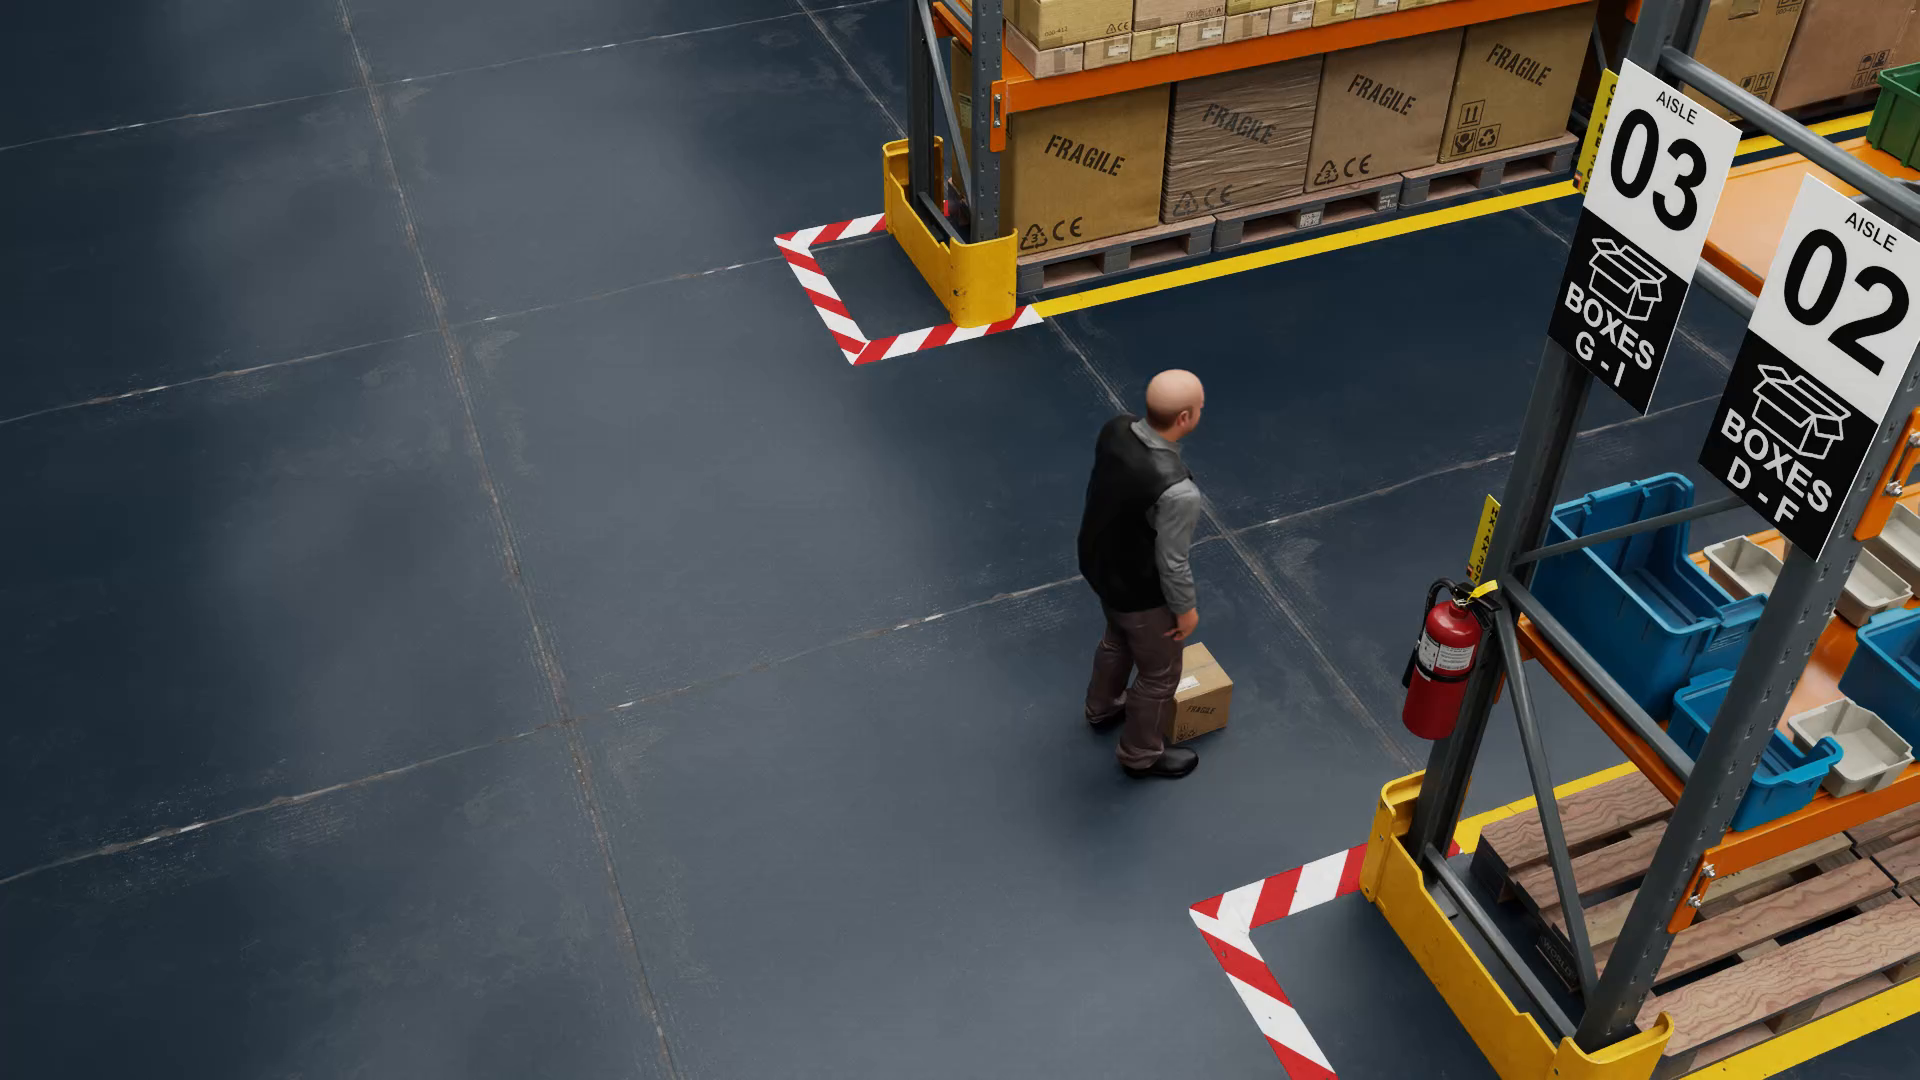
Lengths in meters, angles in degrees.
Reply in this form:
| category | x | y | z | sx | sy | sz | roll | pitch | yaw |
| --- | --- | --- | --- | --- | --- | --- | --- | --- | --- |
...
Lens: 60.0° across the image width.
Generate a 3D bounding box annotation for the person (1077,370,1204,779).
| category | x | y | z | sx | sy | sz | roll | pitch | yaw |
| --- | --- | --- | --- | --- | --- | --- | --- | --- | --- |
| person | 0.645 | 0.131 | 6.029 | 0.412 | 1.721 | 0.586 | -16 | 44 | -17 |
